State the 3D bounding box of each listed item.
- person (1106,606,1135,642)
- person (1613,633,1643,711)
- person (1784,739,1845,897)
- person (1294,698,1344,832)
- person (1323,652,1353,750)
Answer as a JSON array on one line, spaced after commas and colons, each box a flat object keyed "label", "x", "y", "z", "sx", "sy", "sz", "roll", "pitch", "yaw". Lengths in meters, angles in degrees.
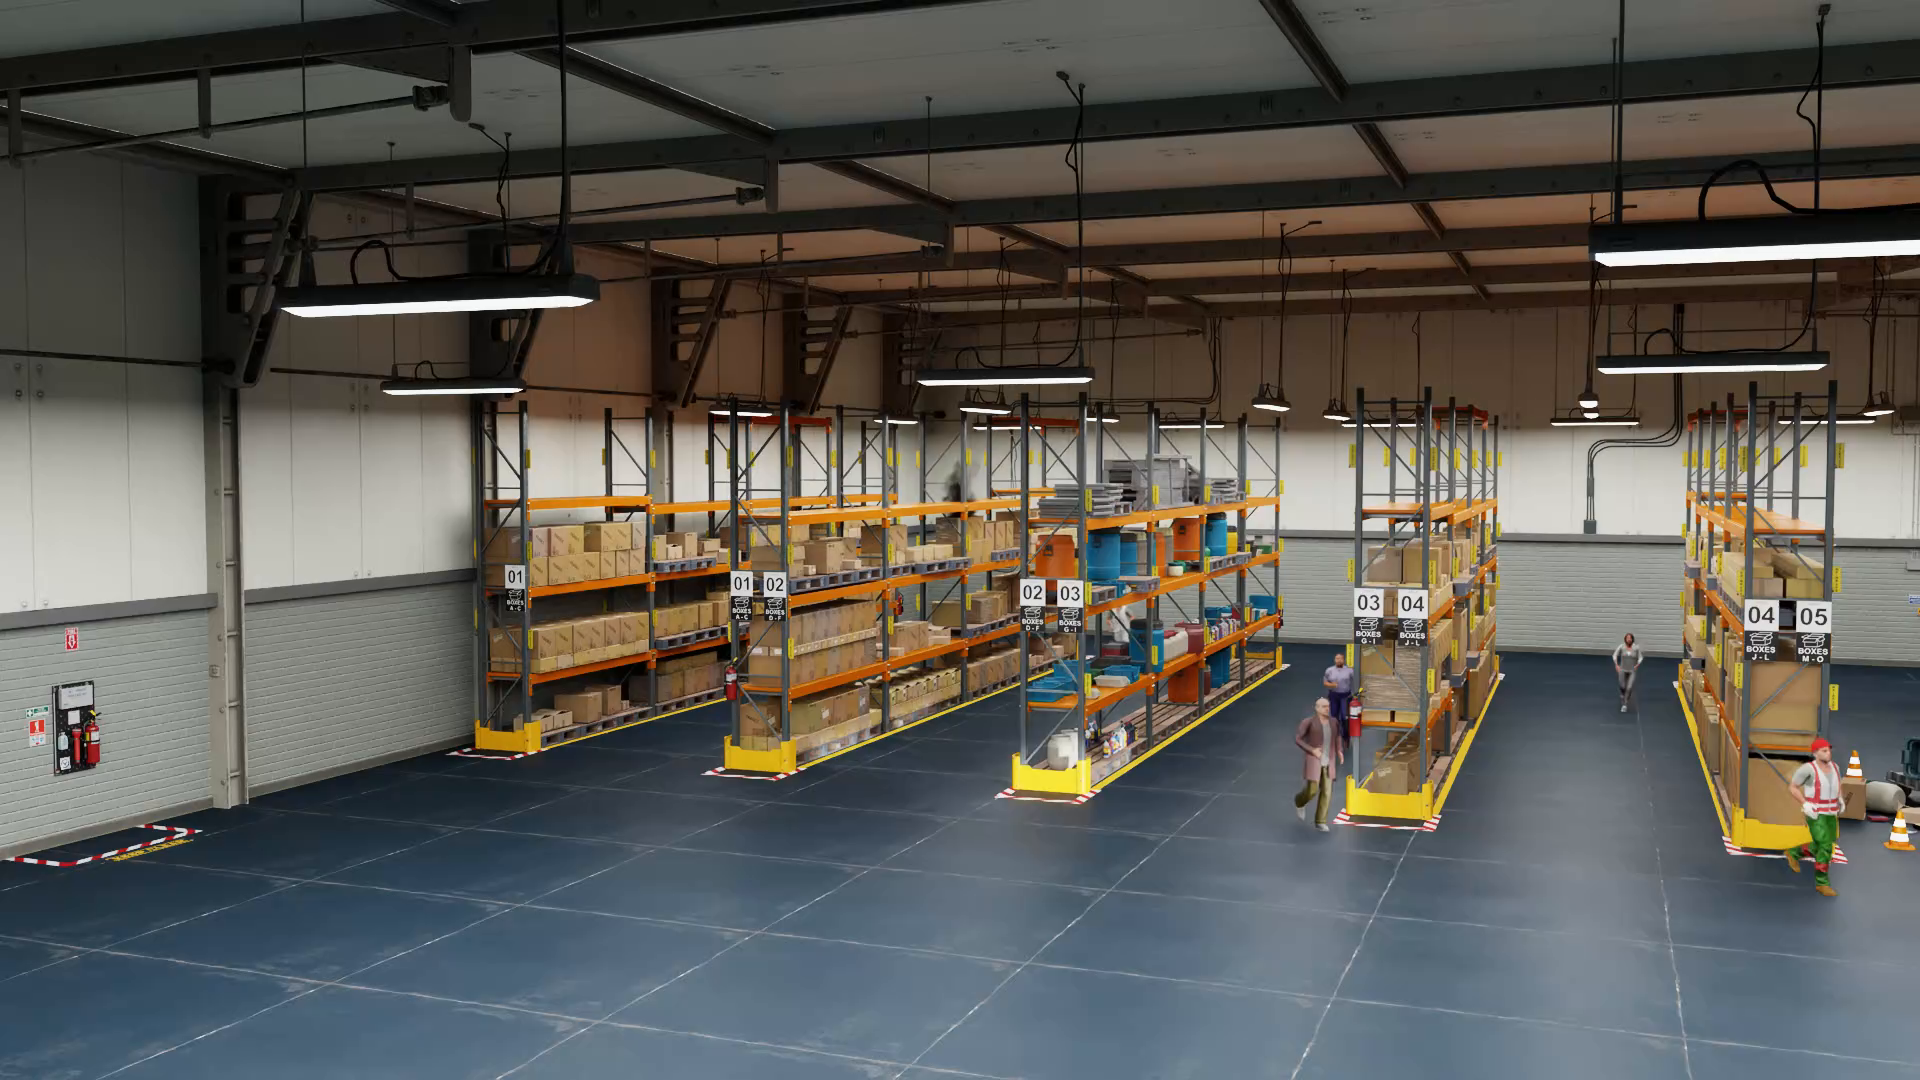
[{"label": "person", "x": 3.868, "y": 2.203, "z": 40.041, "sx": 0.698, "sy": 1.738, "sz": 0.700, "roll": 1, "pitch": 3, "yaw": 14}, {"label": "person", "x": 13.294, "y": 2.624, "z": 33.105, "sx": 0.553, "sy": 1.558, "sz": 0.534, "roll": 1, "pitch": 3, "yaw": 18}, {"label": "person", "x": 9.936, "y": 3.176, "z": 19.333, "sx": 0.665, "sy": 1.785, "sz": 0.790, "roll": -1, "pitch": 3, "yaw": -16}, {"label": "person", "x": 4.882, "y": 3.023, "z": 22.569, "sx": 0.744, "sy": 1.756, "sz": 0.886, "roll": -1, "pitch": 3, "yaw": -15}, {"label": "person", "x": 6.570, "y": 2.799, "z": 28.777, "sx": 0.559, "sy": 1.675, "sz": 0.716, "roll": 1, "pitch": 3, "yaw": 21}]
